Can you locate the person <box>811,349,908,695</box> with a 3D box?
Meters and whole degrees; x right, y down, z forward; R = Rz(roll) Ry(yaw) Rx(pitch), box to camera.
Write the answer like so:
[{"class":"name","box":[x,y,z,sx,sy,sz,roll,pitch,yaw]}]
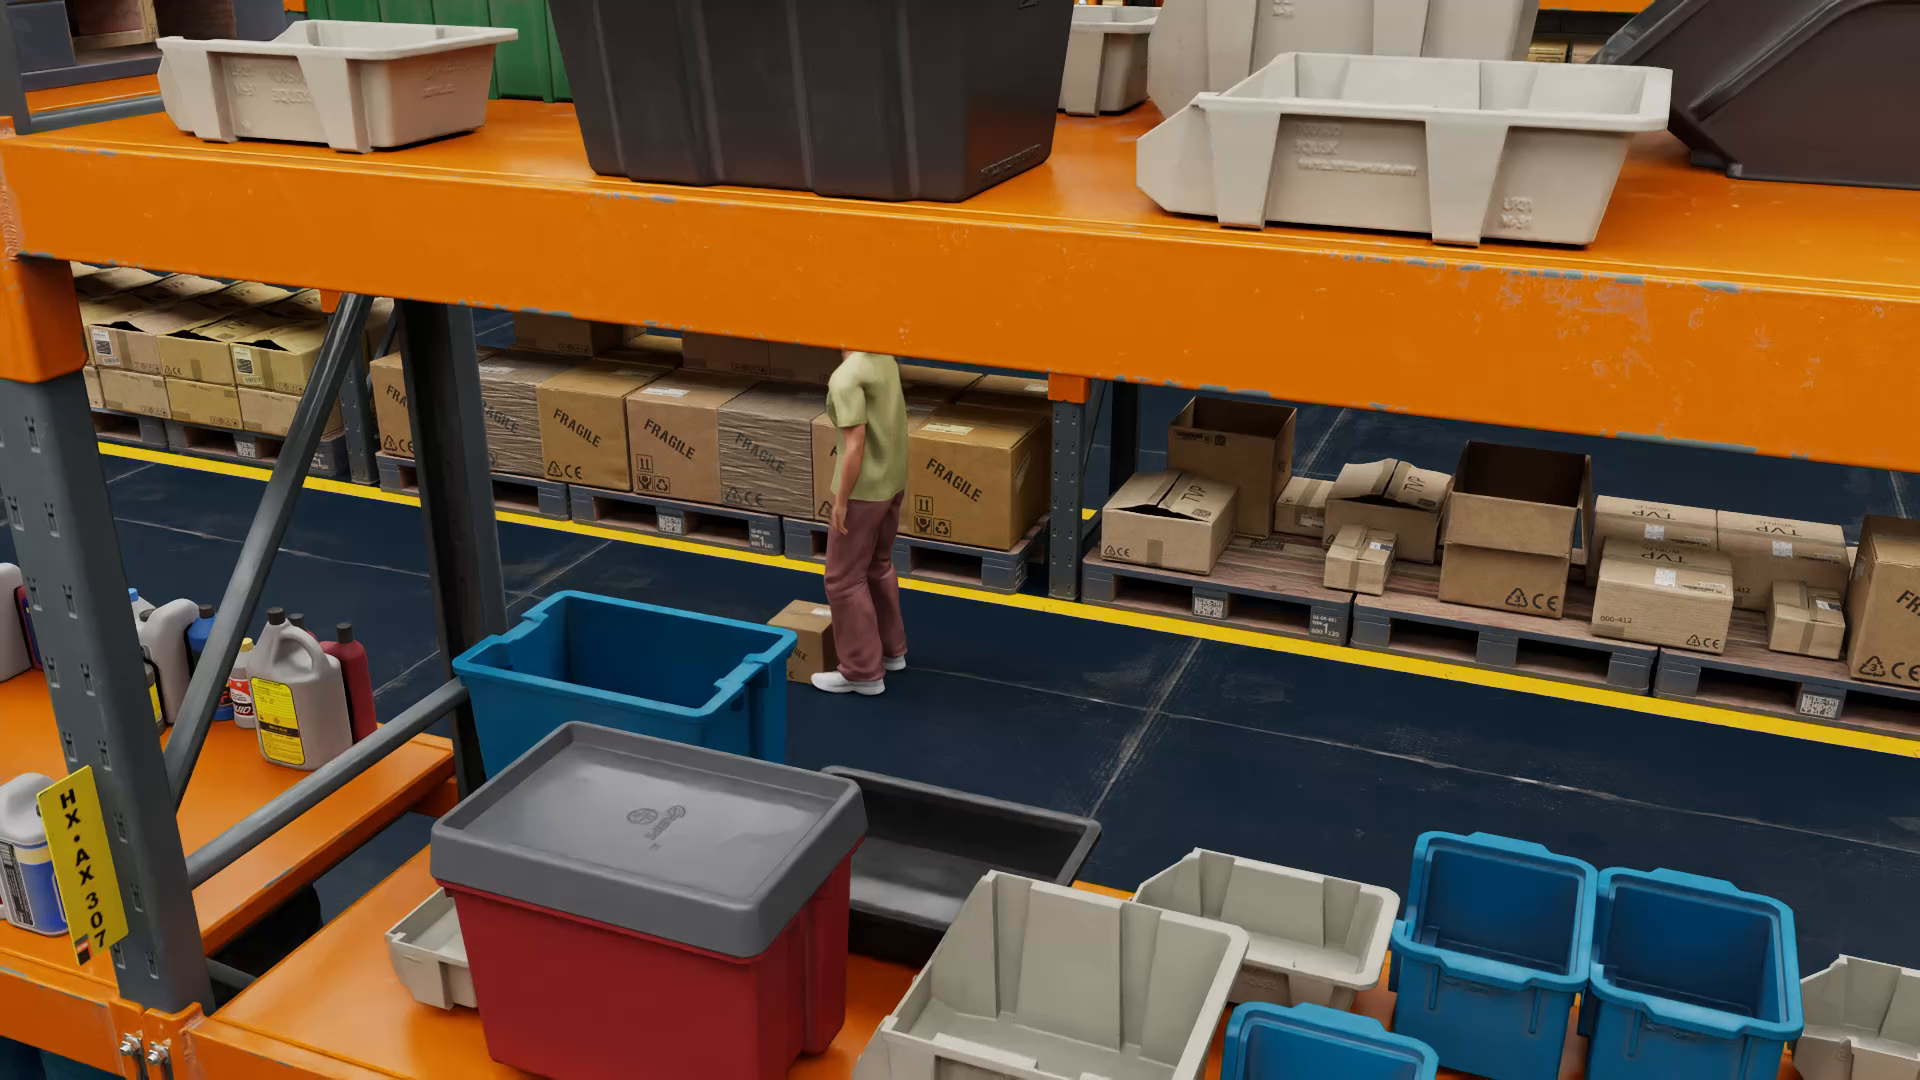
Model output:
[{"class":"person","box":[-0.396,-0.196,6.569,0.363,1.672,0.501,8,24,19]}]
